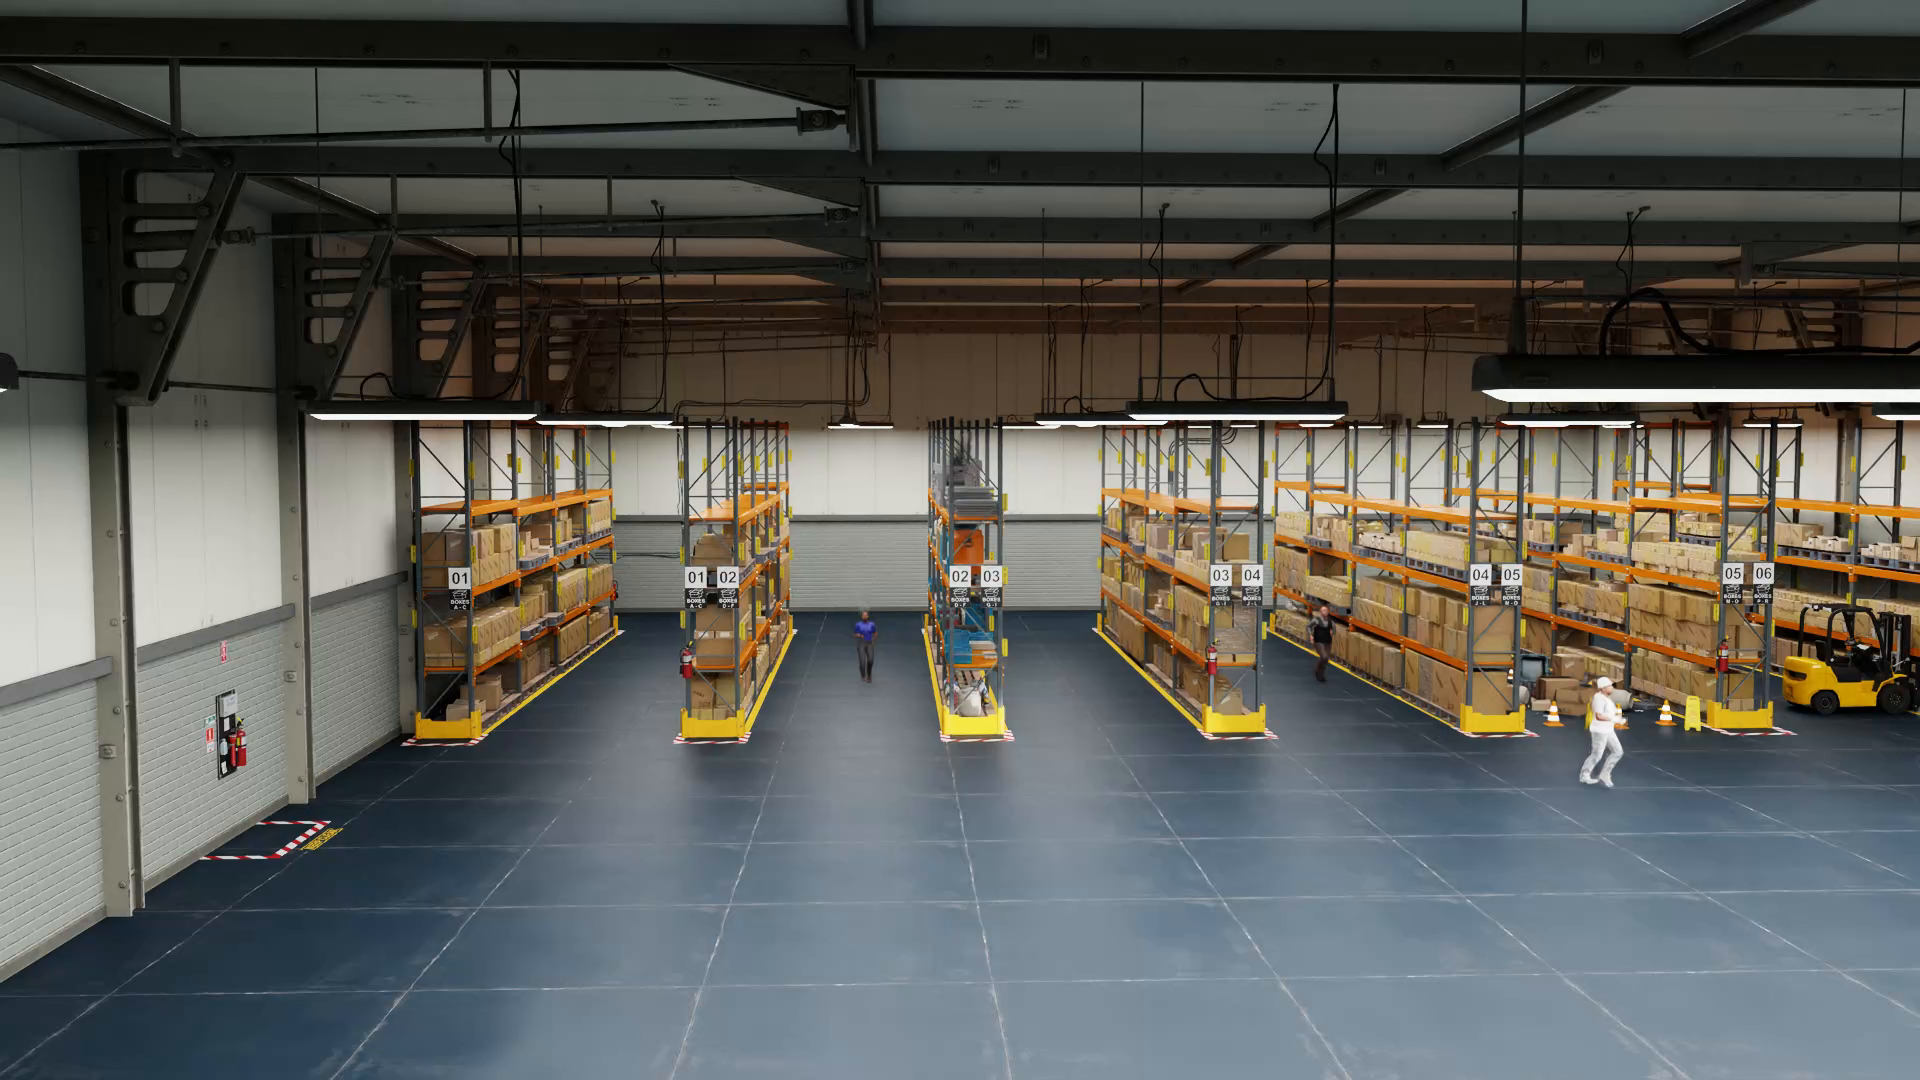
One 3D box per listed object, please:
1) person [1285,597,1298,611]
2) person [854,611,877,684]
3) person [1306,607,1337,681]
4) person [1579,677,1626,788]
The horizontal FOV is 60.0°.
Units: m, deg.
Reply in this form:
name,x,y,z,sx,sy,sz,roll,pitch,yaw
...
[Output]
name,x,y,z,sx,sy,sz,roll,pitch,yaw
person,9.848,1.660,48.996,0.704,1.749,0.656,-1,4,-17
person,-2.130,2.437,37.711,0.557,1.655,0.627,-1,4,-8
person,8.327,2.378,38.077,0.644,1.699,0.642,-1,4,-15
person,10.334,3.106,26.685,0.734,1.818,0.664,3,5,38
